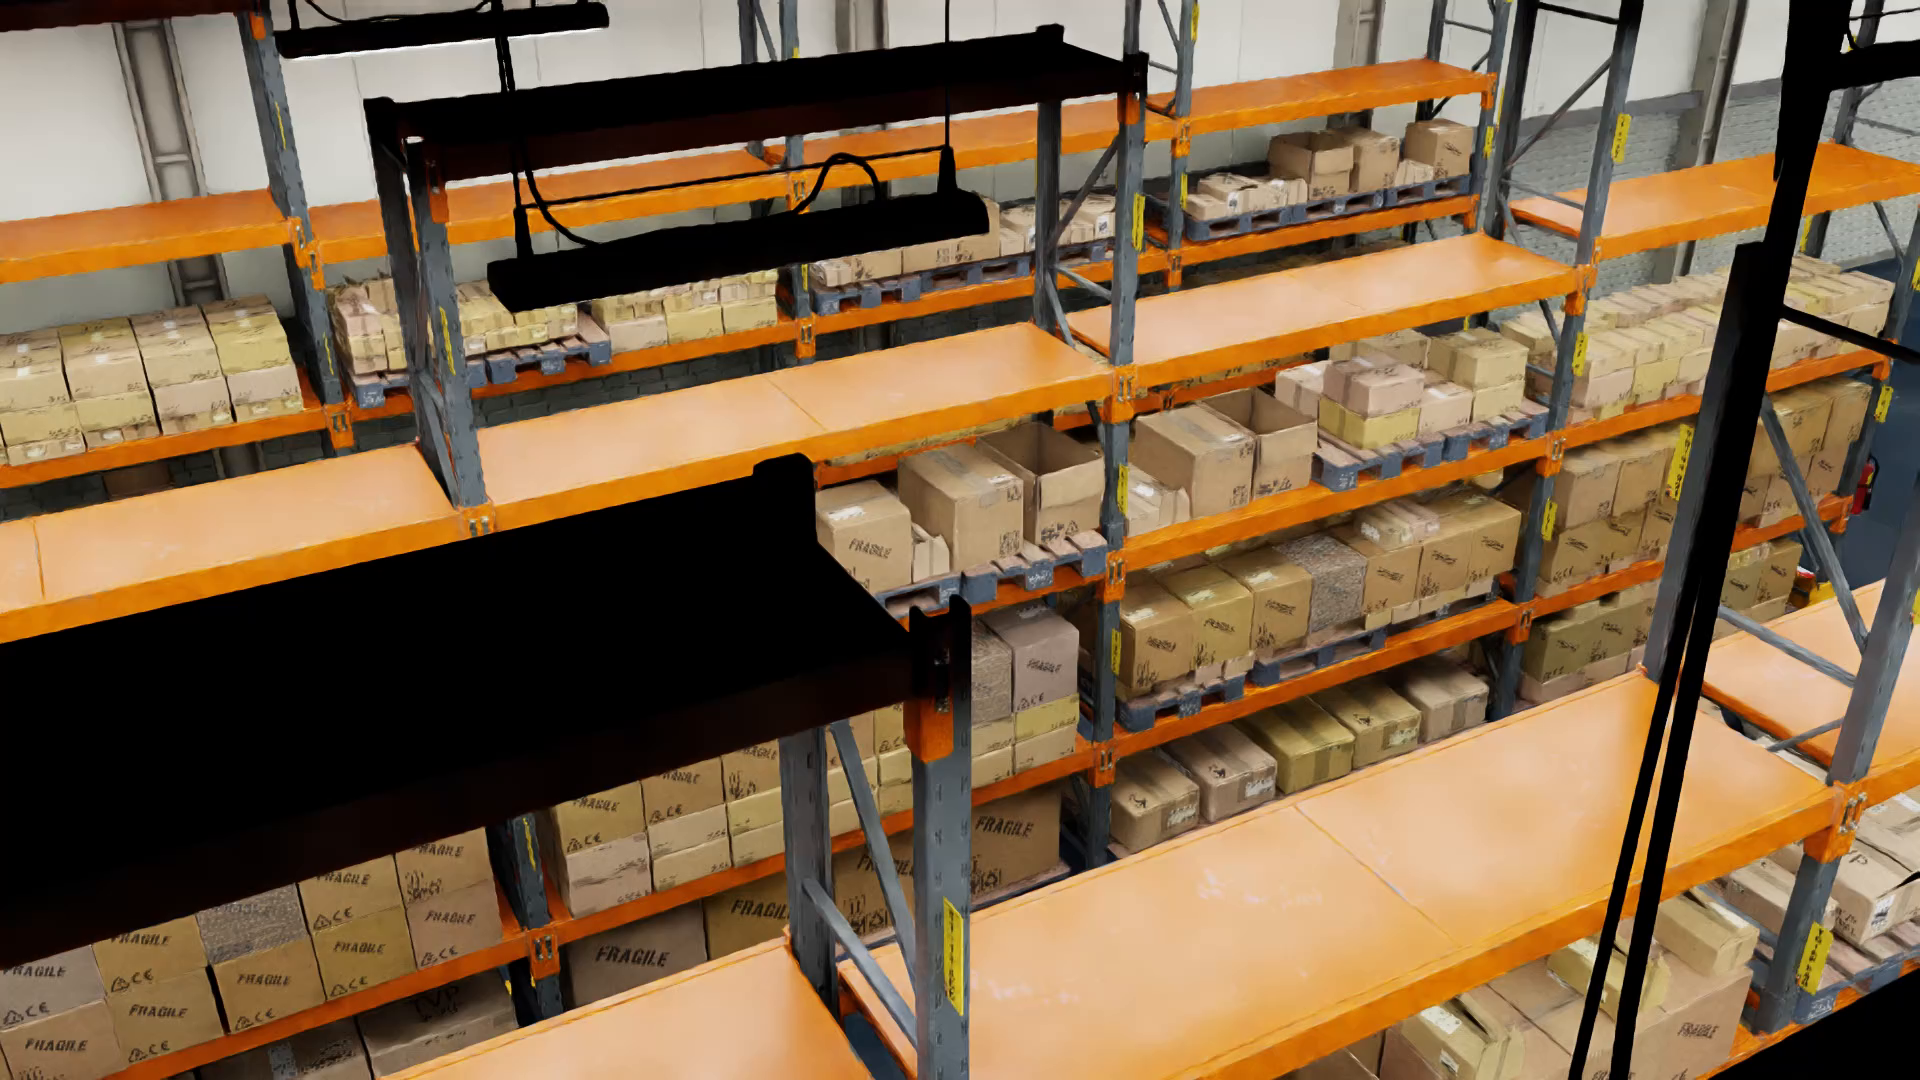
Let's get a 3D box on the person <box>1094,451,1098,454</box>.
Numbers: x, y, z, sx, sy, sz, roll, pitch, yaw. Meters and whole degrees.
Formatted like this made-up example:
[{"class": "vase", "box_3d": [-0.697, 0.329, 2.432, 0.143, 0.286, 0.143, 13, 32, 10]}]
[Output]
[{"class": "person", "box_3d": [1.141, 0.018, 15.044, 0.671, 1.763, 0.580, 0, 28, -1]}]
